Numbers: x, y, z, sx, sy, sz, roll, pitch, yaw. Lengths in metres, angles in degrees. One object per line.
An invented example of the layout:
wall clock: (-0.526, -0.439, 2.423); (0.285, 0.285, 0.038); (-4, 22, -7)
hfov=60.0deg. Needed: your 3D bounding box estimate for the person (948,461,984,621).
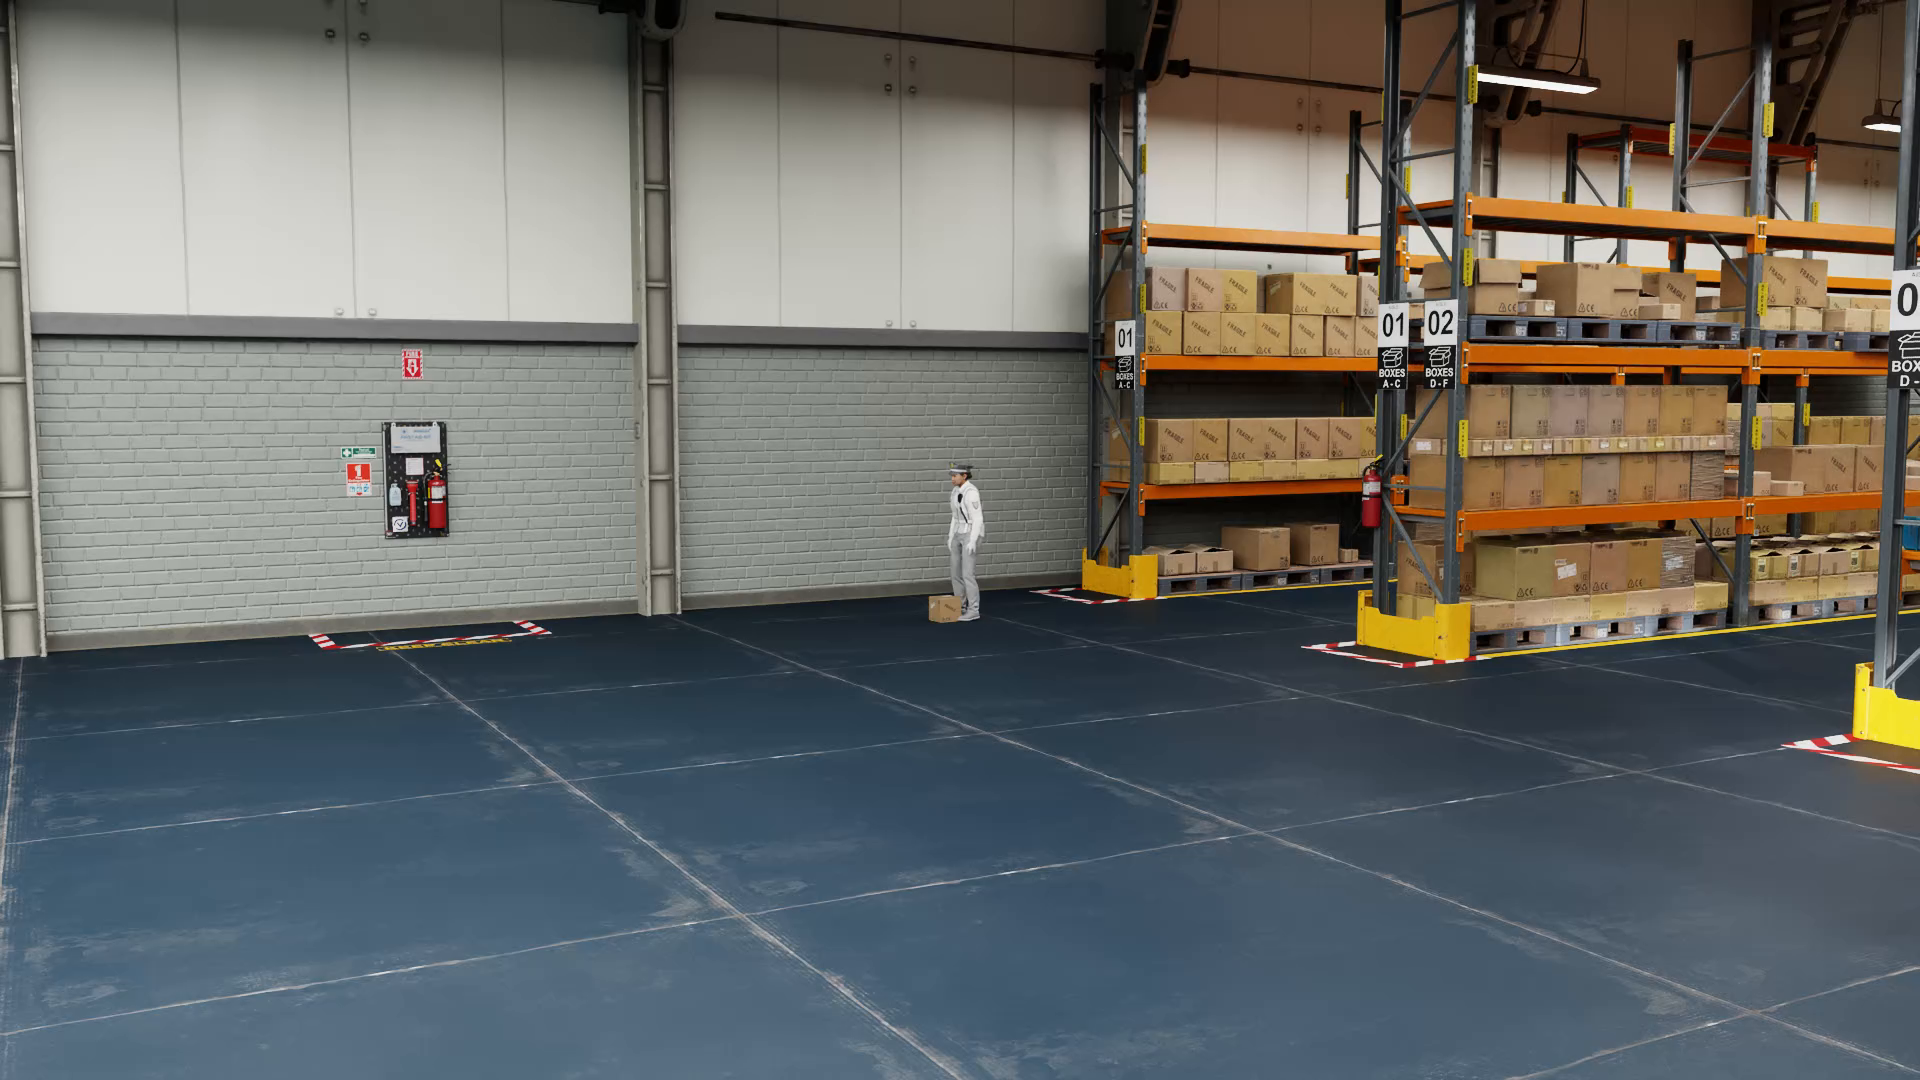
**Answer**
person: (0.046, 0.005, 17.427); (0.375, 1.664, 0.526); (-3, 6, -29)
